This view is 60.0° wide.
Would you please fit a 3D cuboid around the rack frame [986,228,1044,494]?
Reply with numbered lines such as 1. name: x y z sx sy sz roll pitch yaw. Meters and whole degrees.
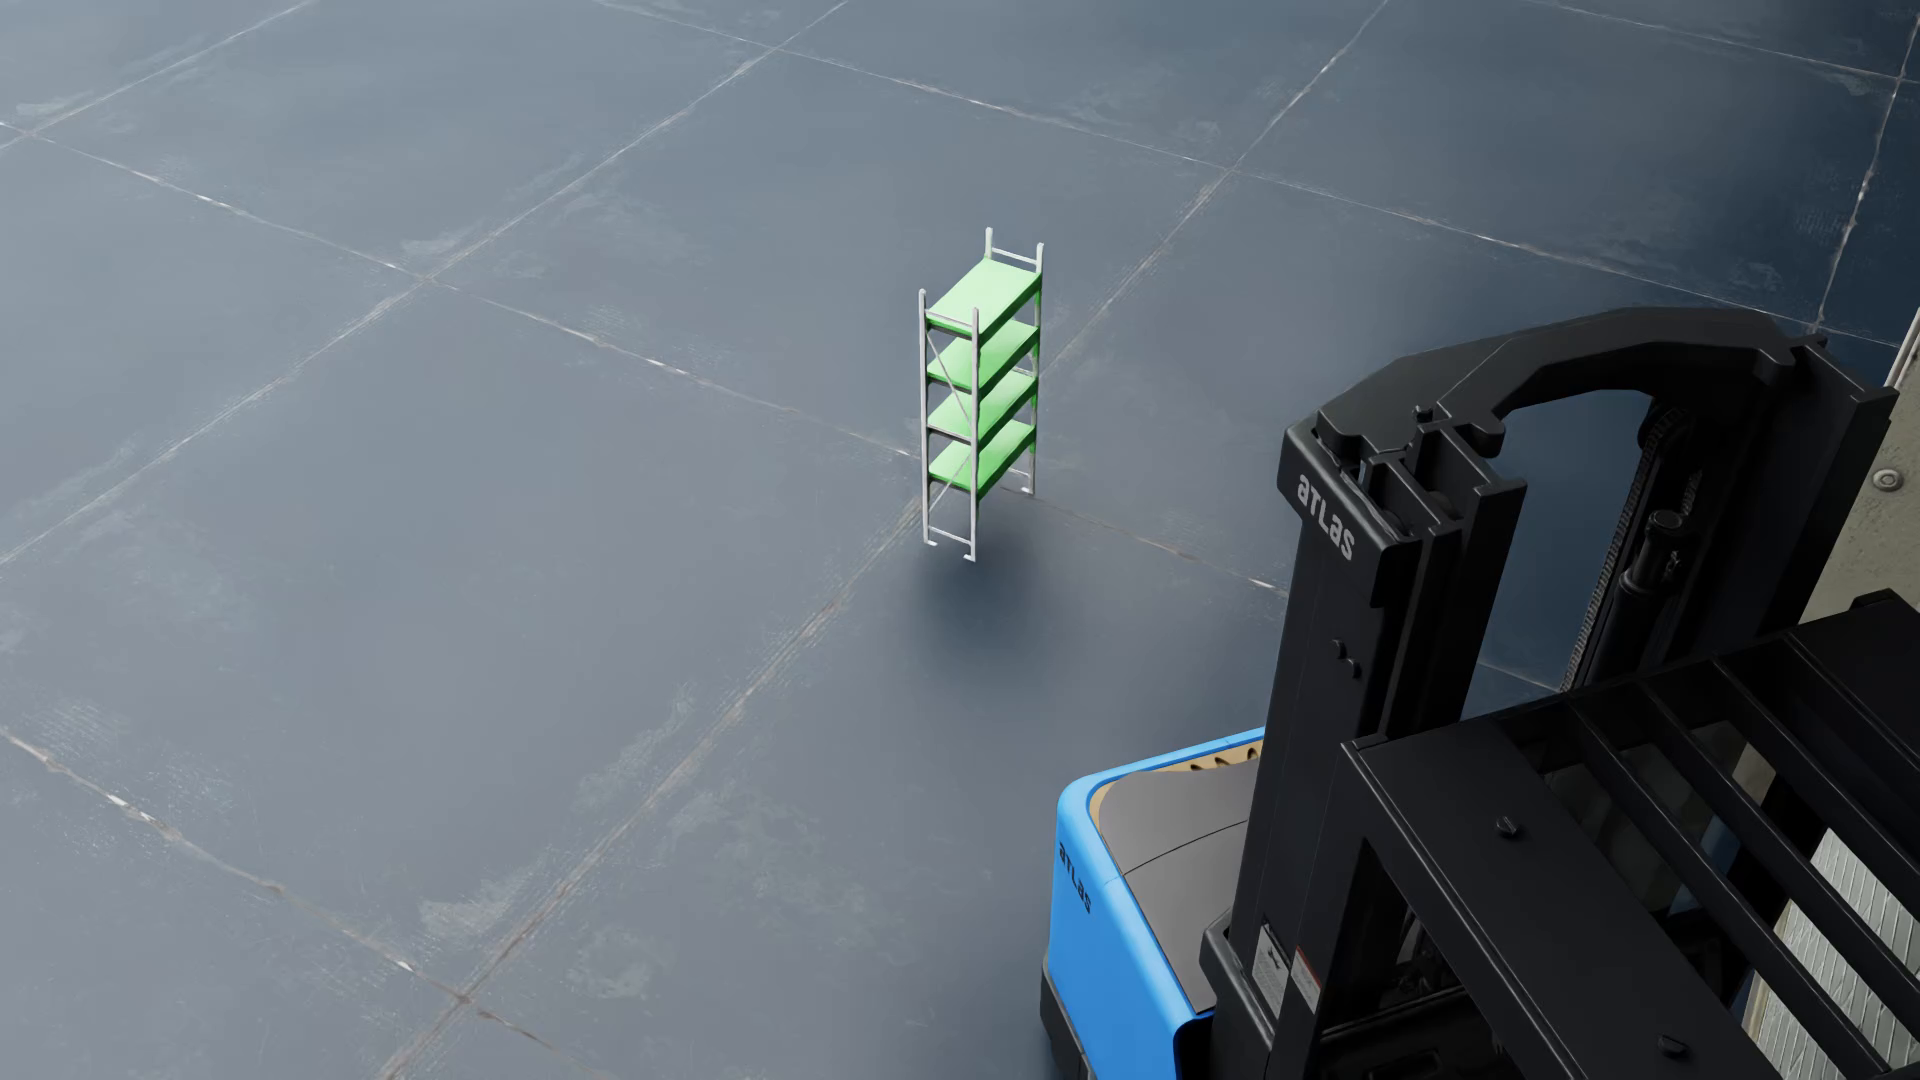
1. rack frame: 0.205 -0.685 6.620 0.240 1.200 0.015 21 45 22

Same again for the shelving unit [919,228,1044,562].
1. shelving unit: 0.083 -0.545 6.461 0.258 1.200 0.503 21 45 22

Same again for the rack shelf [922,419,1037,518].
1. rack shelf: 0.083 -0.317 6.662 0.258 0.148 0.480 21 45 22

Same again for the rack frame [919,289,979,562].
1. rack frame: -0.039 -0.405 6.302 0.240 1.200 0.015 21 45 22

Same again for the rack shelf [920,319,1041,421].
1. rack shelf: 0.083 -0.677 6.345 0.258 0.148 0.480 21 45 22

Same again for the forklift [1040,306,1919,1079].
1. forklift: 1.212 1.162 3.213 1.130 2.935 3.031 -13 43 -15

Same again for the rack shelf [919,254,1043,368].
1. rack shelf: 0.083 -0.857 6.186 0.258 0.148 0.480 21 45 22

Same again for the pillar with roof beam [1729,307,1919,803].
1. pillar with roof beam: -0.885 -4.000 4.483 9.100 9.000 0.400 21 45 22

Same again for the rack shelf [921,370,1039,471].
1. rack shelf: 0.083 -0.497 6.503 0.258 0.148 0.480 21 45 22
